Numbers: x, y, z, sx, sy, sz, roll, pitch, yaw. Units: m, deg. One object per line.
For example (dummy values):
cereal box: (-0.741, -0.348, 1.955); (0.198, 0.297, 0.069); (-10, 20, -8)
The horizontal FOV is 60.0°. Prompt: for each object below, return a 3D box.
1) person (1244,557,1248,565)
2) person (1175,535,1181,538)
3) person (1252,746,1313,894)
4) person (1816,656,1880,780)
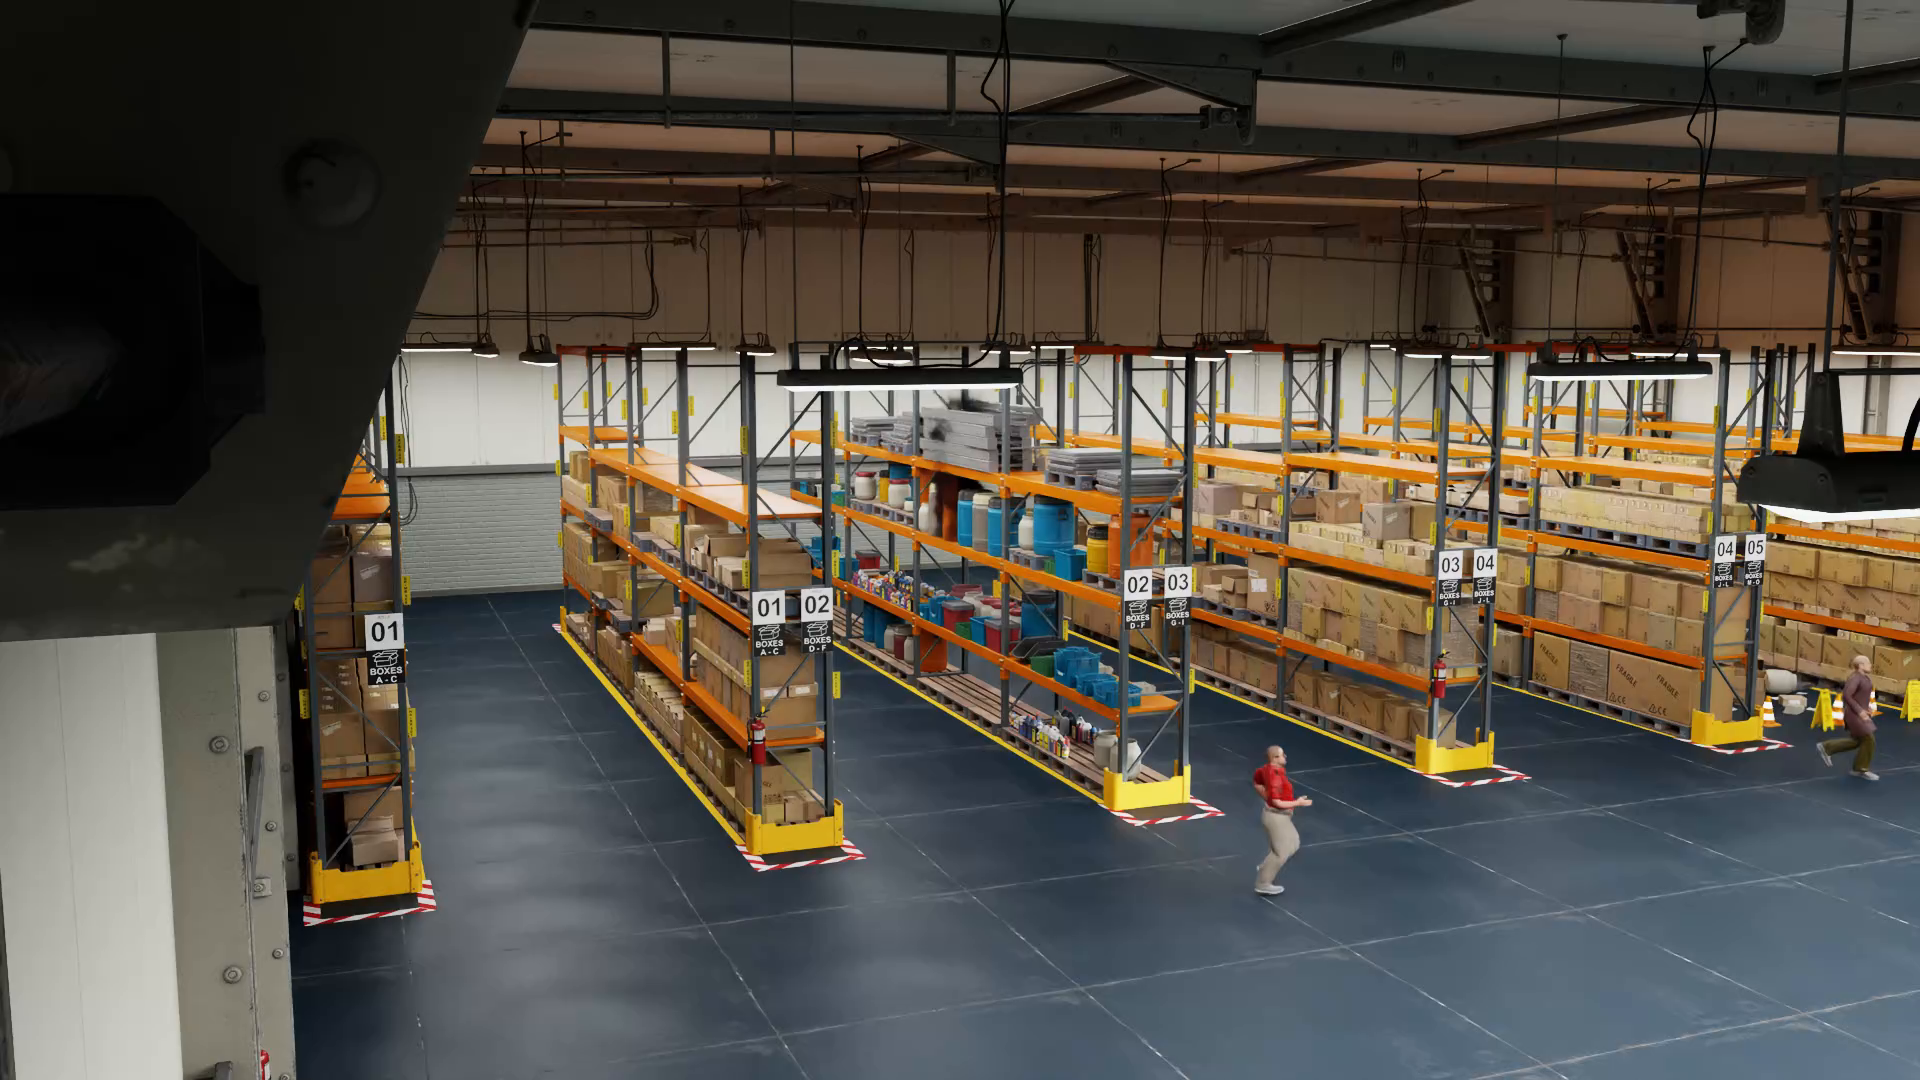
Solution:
person: (7.441, 0.108, 42.290); (0.669, 1.745, 0.703); (-2, 8, -17)
person: (4.967, 0.685, 38.300); (0.561, 1.599, 0.588); (-2, 8, -19)
person: (3.611, 3.135, 18.627); (0.617, 1.701, 0.648); (0, 7, 3)
person: (12.626, 2.490, 23.575); (0.832, 1.753, 0.708); (4, 8, 30)
